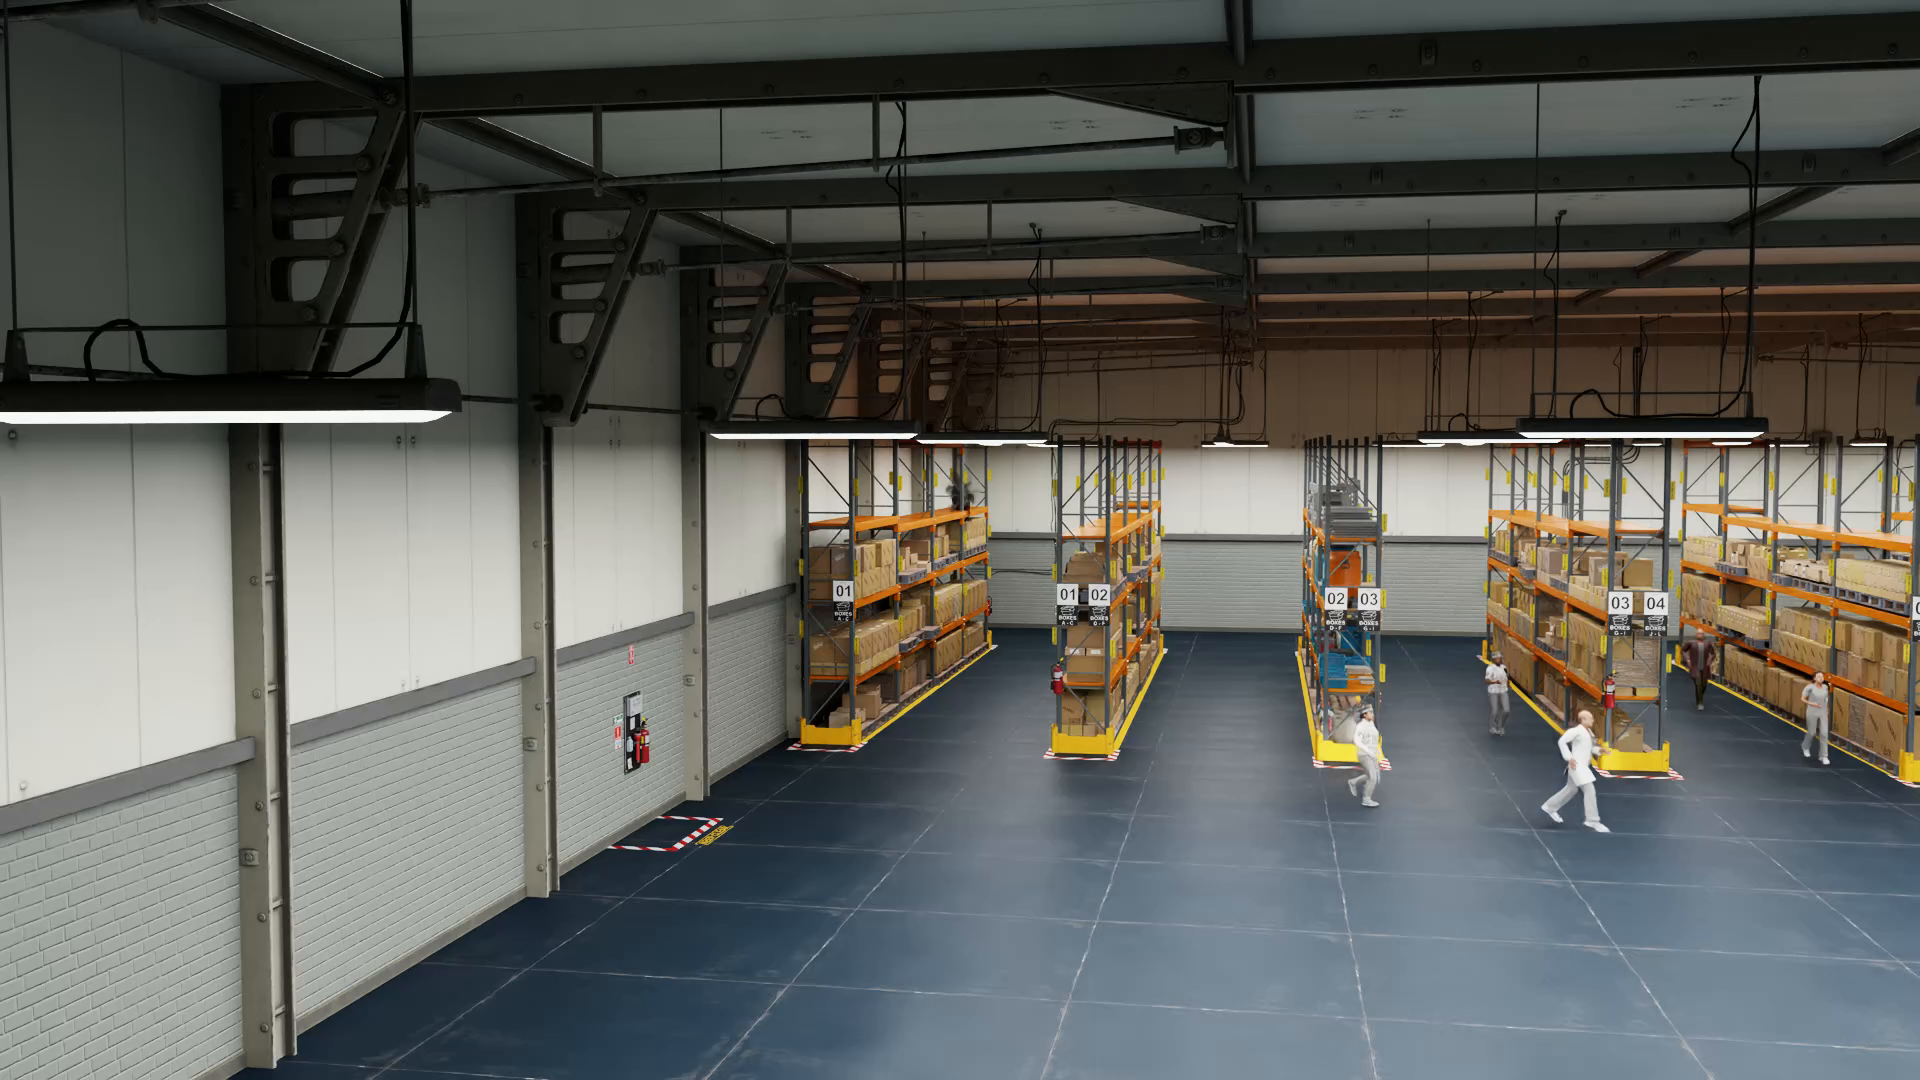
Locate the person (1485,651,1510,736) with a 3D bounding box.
[{"bbox_3d":[10.812,3.082,33.331,0.557,1.709,0.630,0,3,-2],"label":"person"}]

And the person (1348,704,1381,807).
[{"bbox_3d":[6.508,3.443,26.769,0.564,1.644,0.667,2,4,37],"label":"person"}]

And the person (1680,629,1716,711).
[{"bbox_3d":[16.355,2.851,36.834,0.717,1.770,0.861,1,3,11],"label":"person"}]

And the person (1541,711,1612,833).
[{"bbox_3d":[9.326,3.471,25.171,1.025,1.805,0.649,2,4,31],"label":"person"}]

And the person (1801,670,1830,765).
[{"bbox_3d":[15.730,3.221,30.563,0.567,1.672,0.911,0,3,5],"label":"person"}]
